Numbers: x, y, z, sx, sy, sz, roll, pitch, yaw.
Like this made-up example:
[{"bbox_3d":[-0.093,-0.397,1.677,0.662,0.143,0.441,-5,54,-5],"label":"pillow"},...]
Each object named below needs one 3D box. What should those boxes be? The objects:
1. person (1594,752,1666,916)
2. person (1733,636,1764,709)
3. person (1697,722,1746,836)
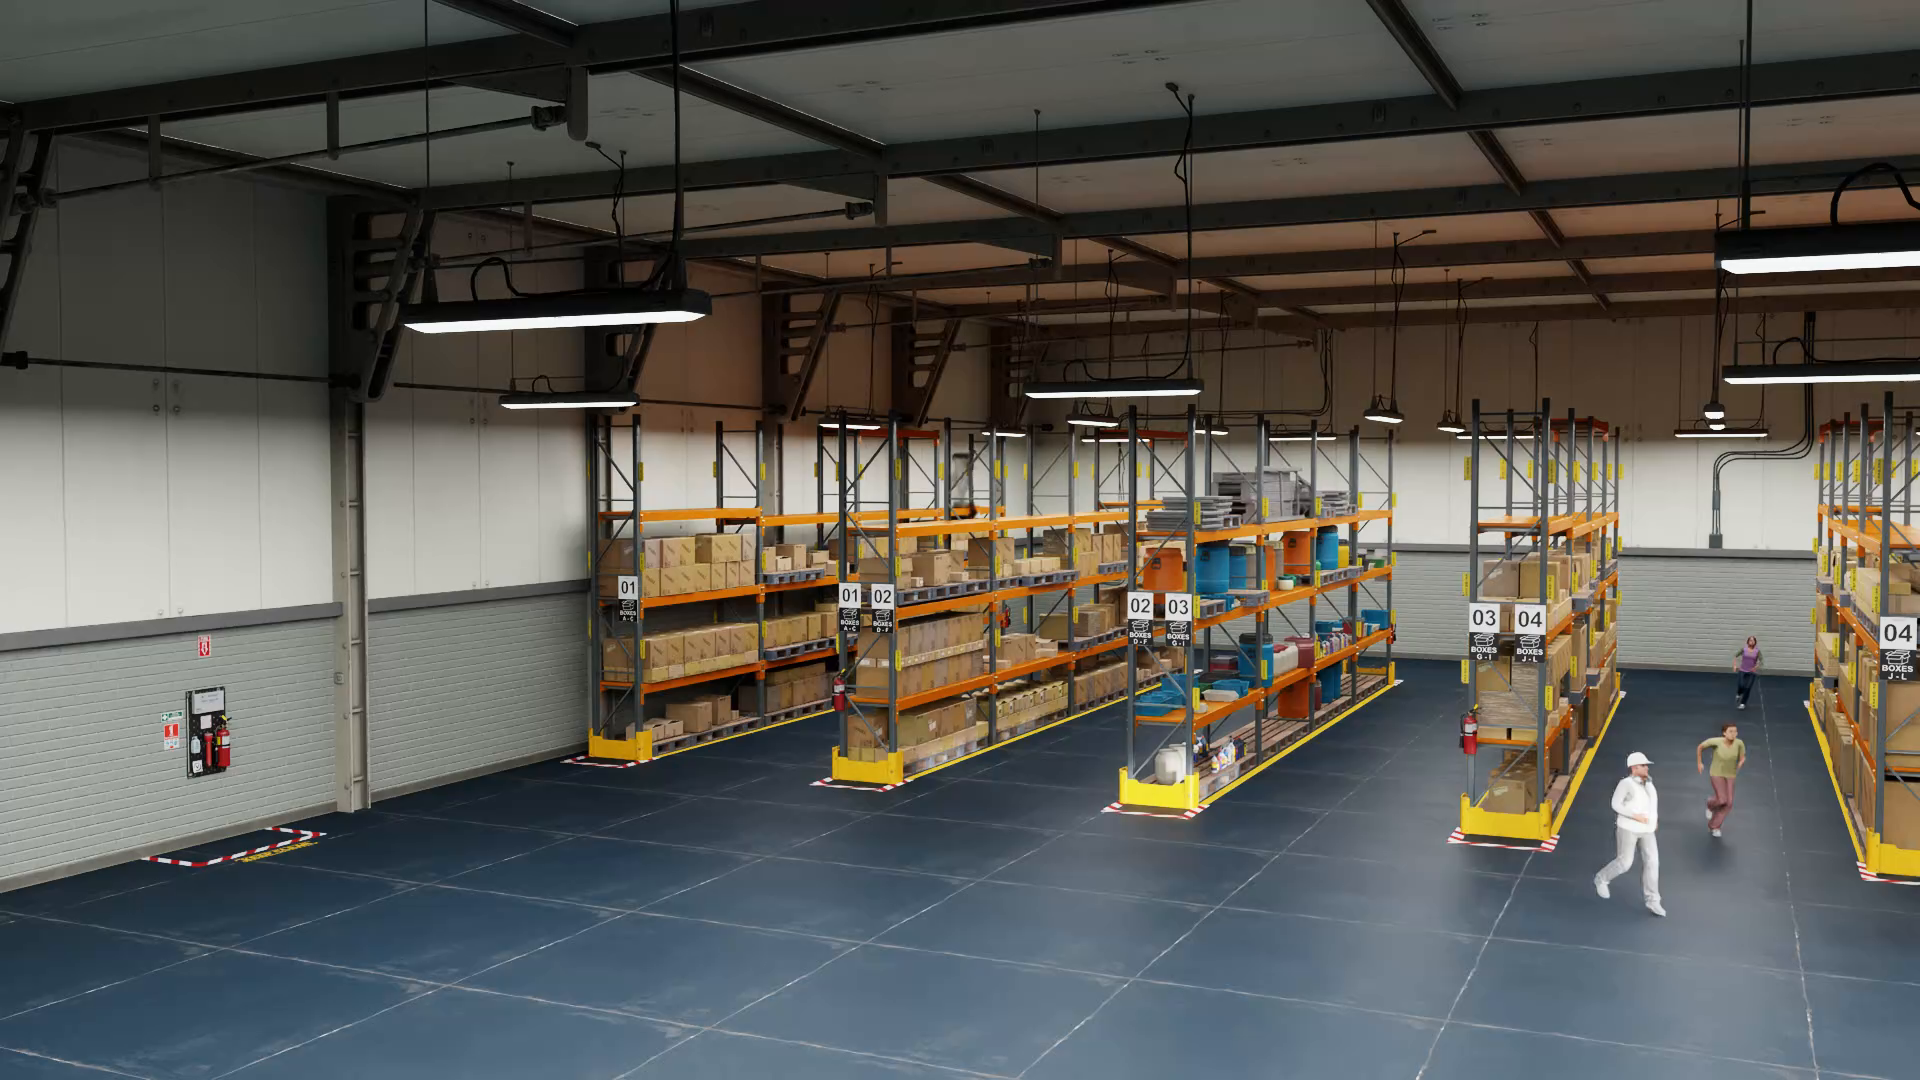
[{"bbox_3d":[7.761,3.323,19.049,0.699,1.773,0.976,-1,3,-23],"label":"person"},{"bbox_3d":[16.640,2.799,35.099,0.591,1.537,0.493,1,3,21],"label":"person"},{"bbox_3d":[10.473,3.277,22.823,0.570,1.597,0.672,0,2,-3],"label":"person"}]
